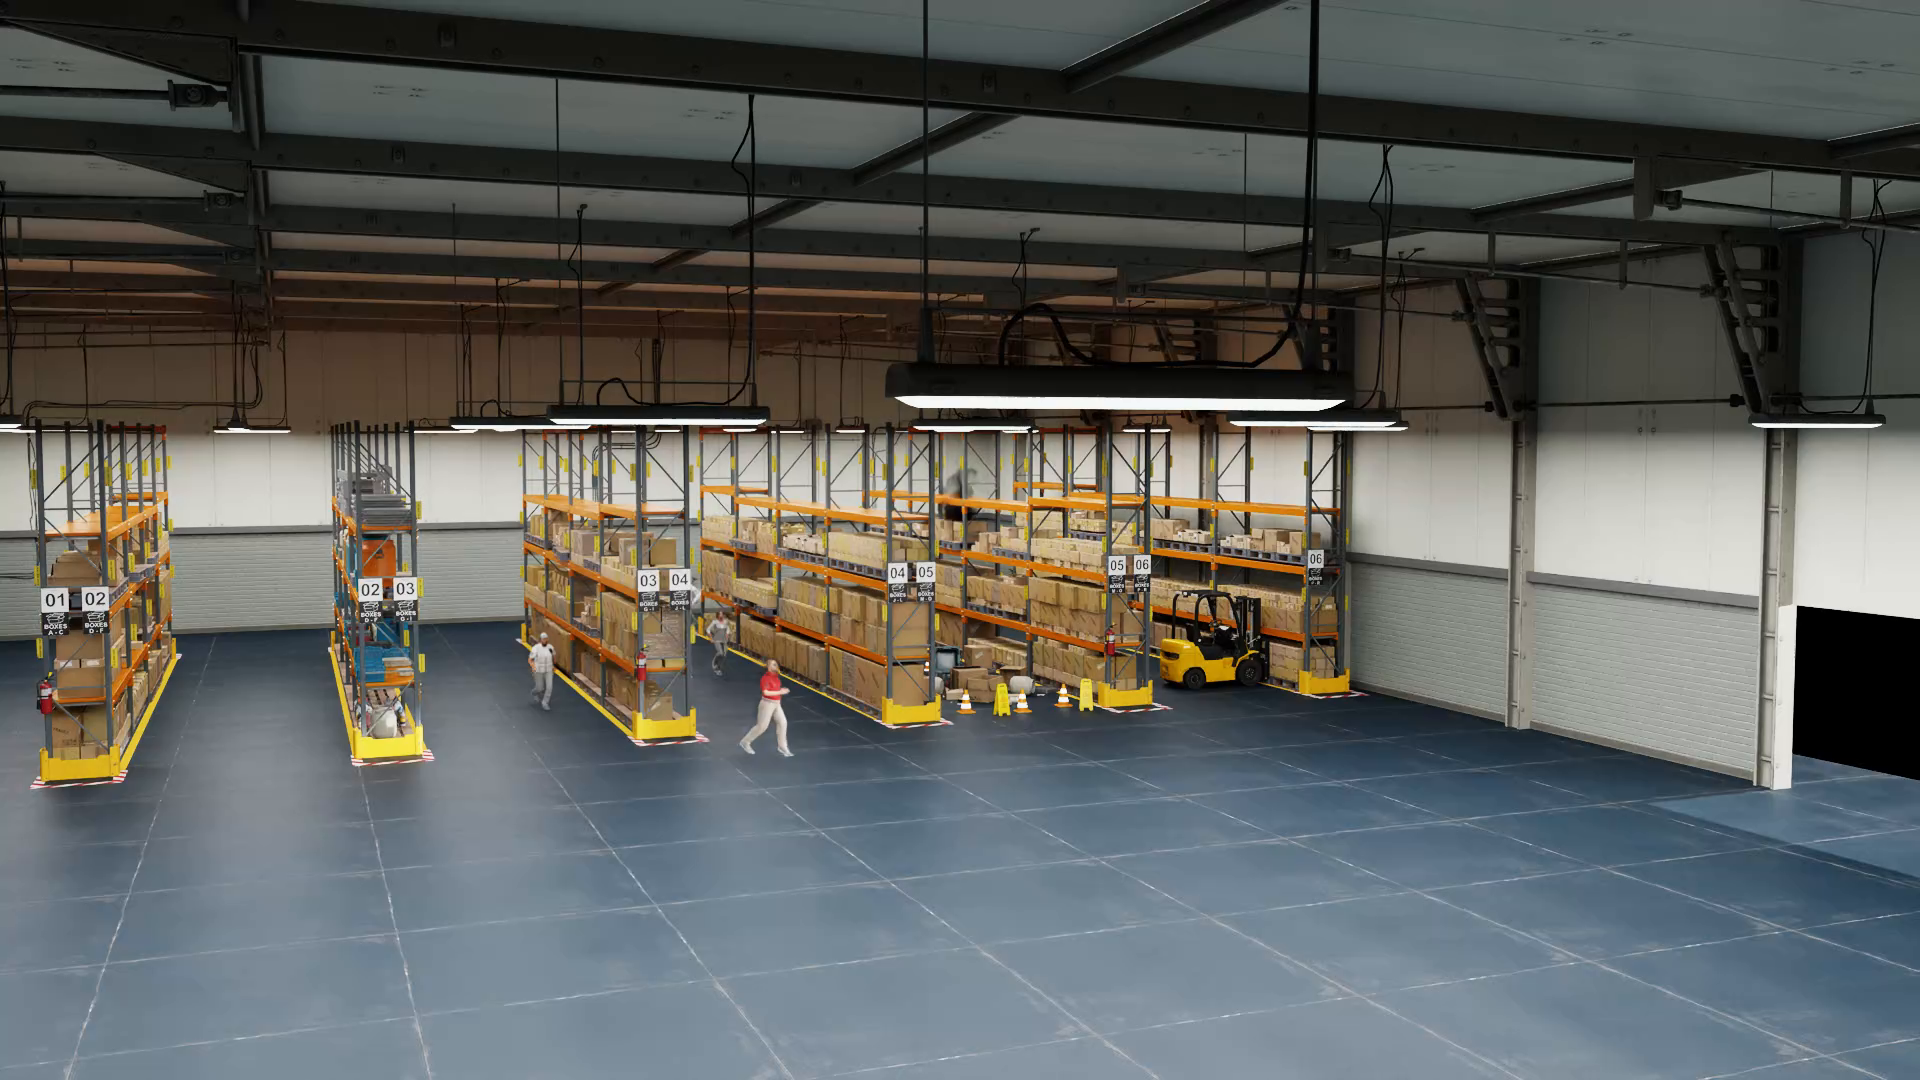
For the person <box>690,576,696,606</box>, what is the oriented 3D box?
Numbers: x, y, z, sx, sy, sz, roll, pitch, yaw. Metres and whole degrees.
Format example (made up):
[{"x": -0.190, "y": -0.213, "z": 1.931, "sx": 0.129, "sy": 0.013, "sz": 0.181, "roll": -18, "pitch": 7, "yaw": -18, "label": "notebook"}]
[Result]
[{"x": -8.041, "y": 1.489, "z": 49.044, "sx": 0.504, "sy": 0.895, "sz": 0.471, "roll": -1, "pitch": 4, "yaw": -11, "label": "person"}]

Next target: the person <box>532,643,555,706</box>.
[{"x": -8.750, "y": 2.815, "z": 34.904, "sx": 0.454, "sy": 1.321, "sz": 0.529, "roll": -2, "pitch": 4, "yaw": -32, "label": "person"}]

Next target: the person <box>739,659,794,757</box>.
[{"x": -3.447, "y": 3.008, "z": 29.732, "sx": 0.948, "sy": 1.776, "sz": 0.671, "roll": 1, "pitch": 4, "yaw": 18, "label": "person"}]

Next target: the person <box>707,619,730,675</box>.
[{"x": -5.757, "y": 2.564, "z": 39.788, "sx": 0.522, "sy": 1.339, "sz": 0.365, "roll": -2, "pitch": 4, "yaw": -32, "label": "person"}]
